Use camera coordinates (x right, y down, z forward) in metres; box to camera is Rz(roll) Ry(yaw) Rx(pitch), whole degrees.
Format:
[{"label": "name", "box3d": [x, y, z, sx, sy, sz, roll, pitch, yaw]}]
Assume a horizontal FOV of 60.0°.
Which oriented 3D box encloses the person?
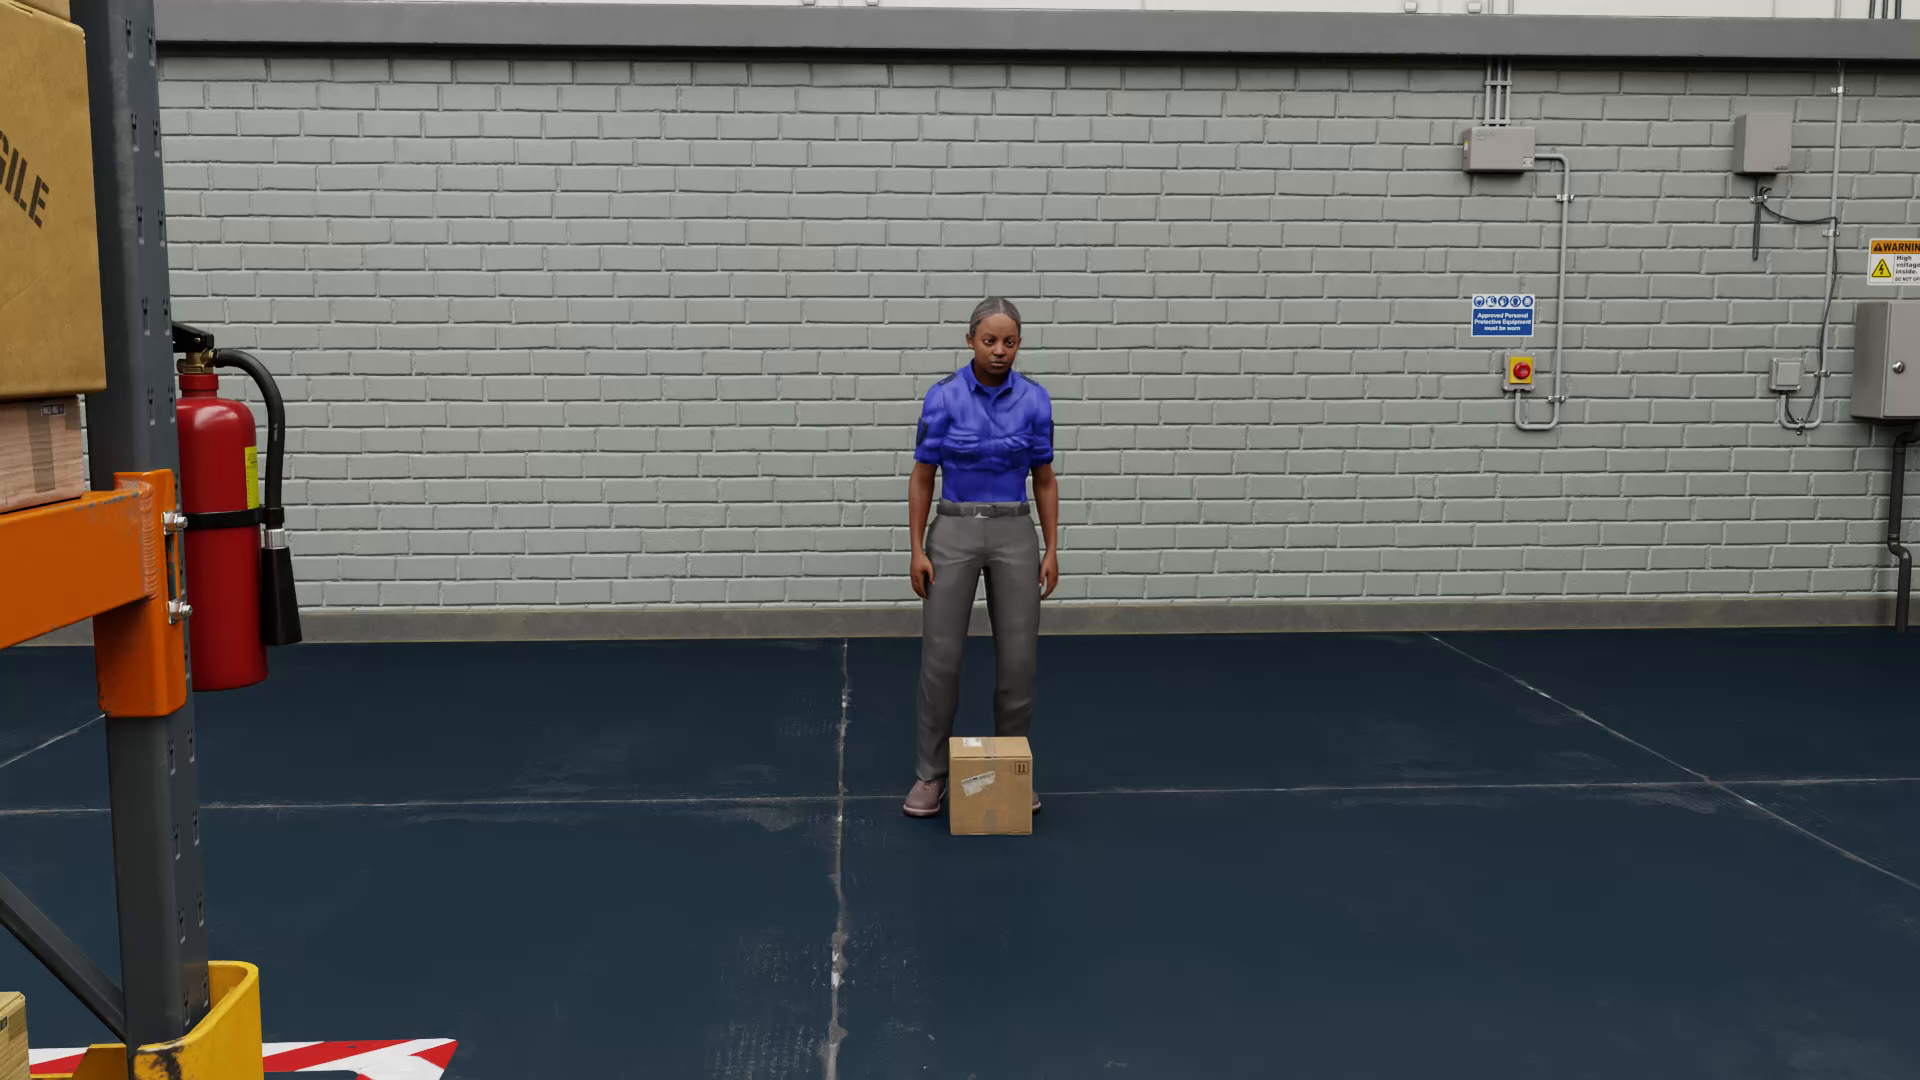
[{"label": "person", "box3d": [0.067, 0.048, 5.384, 0.524, 1.653, 0.351, -1, 7, -7]}]
